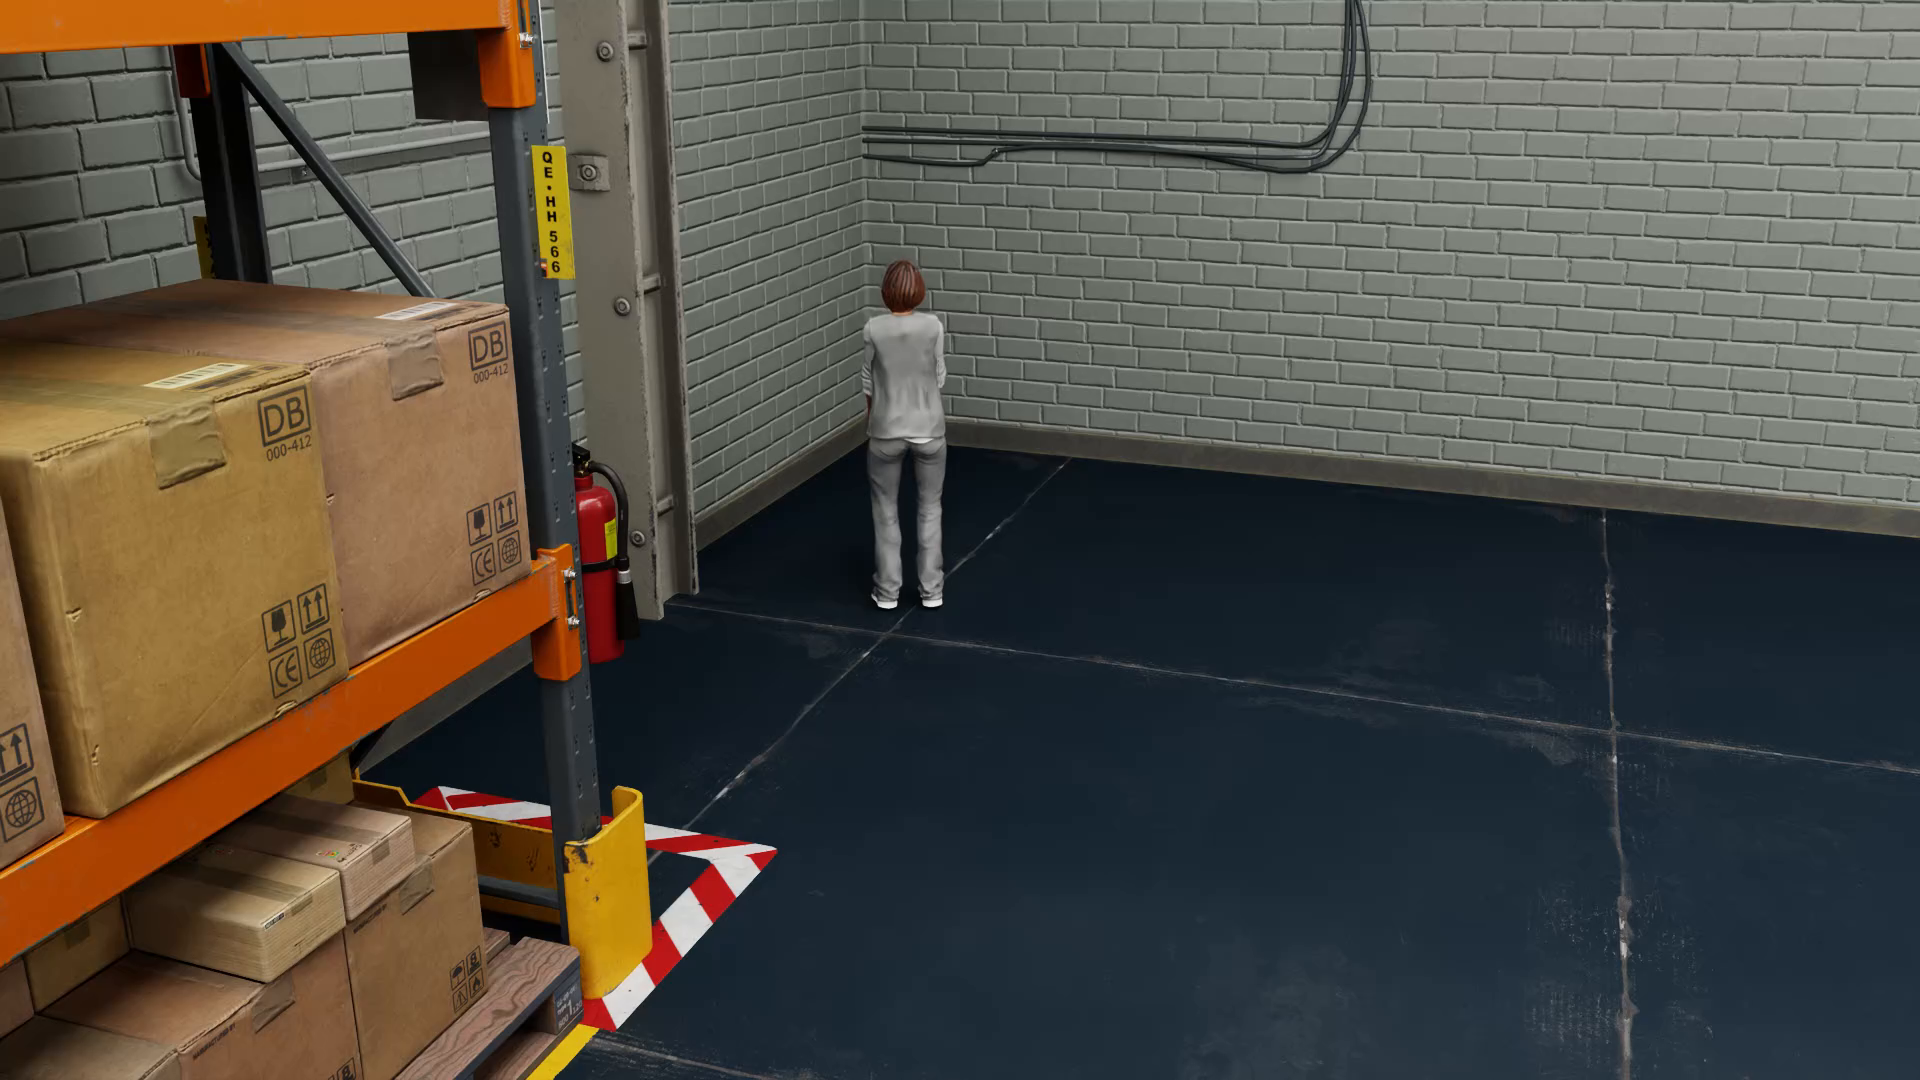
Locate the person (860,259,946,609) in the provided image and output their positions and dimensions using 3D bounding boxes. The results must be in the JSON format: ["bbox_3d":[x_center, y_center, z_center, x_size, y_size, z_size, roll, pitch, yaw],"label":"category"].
[{"bbox_3d":[-0.250,-0.486,7.502,0.384,1.598,0.499,-2,19,-6],"label":"person"}]
